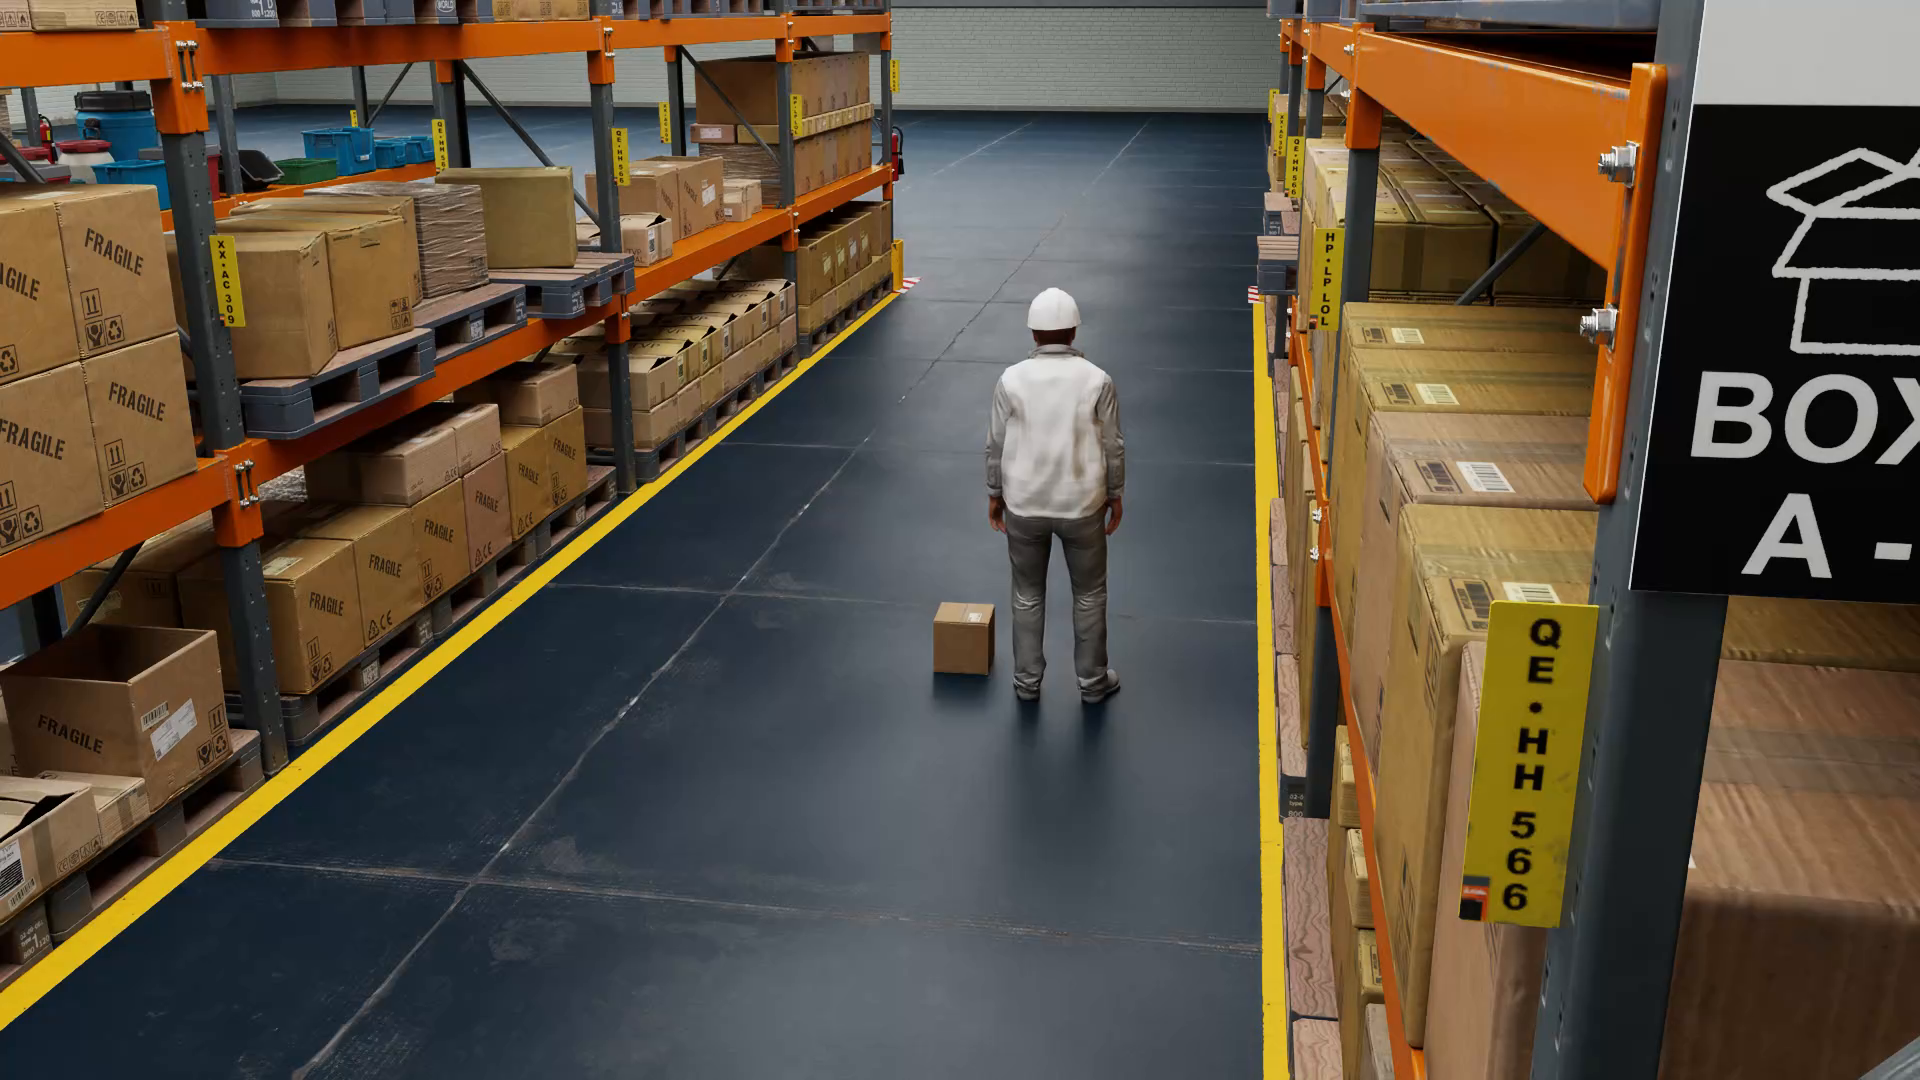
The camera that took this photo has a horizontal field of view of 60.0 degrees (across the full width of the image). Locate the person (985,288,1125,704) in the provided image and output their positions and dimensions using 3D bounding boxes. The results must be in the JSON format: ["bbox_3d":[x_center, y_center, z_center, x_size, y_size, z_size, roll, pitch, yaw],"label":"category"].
[{"bbox_3d":[0.405,-0.172,7.049,0.591,1.769,0.461,2,18,7],"label":"person"}]
